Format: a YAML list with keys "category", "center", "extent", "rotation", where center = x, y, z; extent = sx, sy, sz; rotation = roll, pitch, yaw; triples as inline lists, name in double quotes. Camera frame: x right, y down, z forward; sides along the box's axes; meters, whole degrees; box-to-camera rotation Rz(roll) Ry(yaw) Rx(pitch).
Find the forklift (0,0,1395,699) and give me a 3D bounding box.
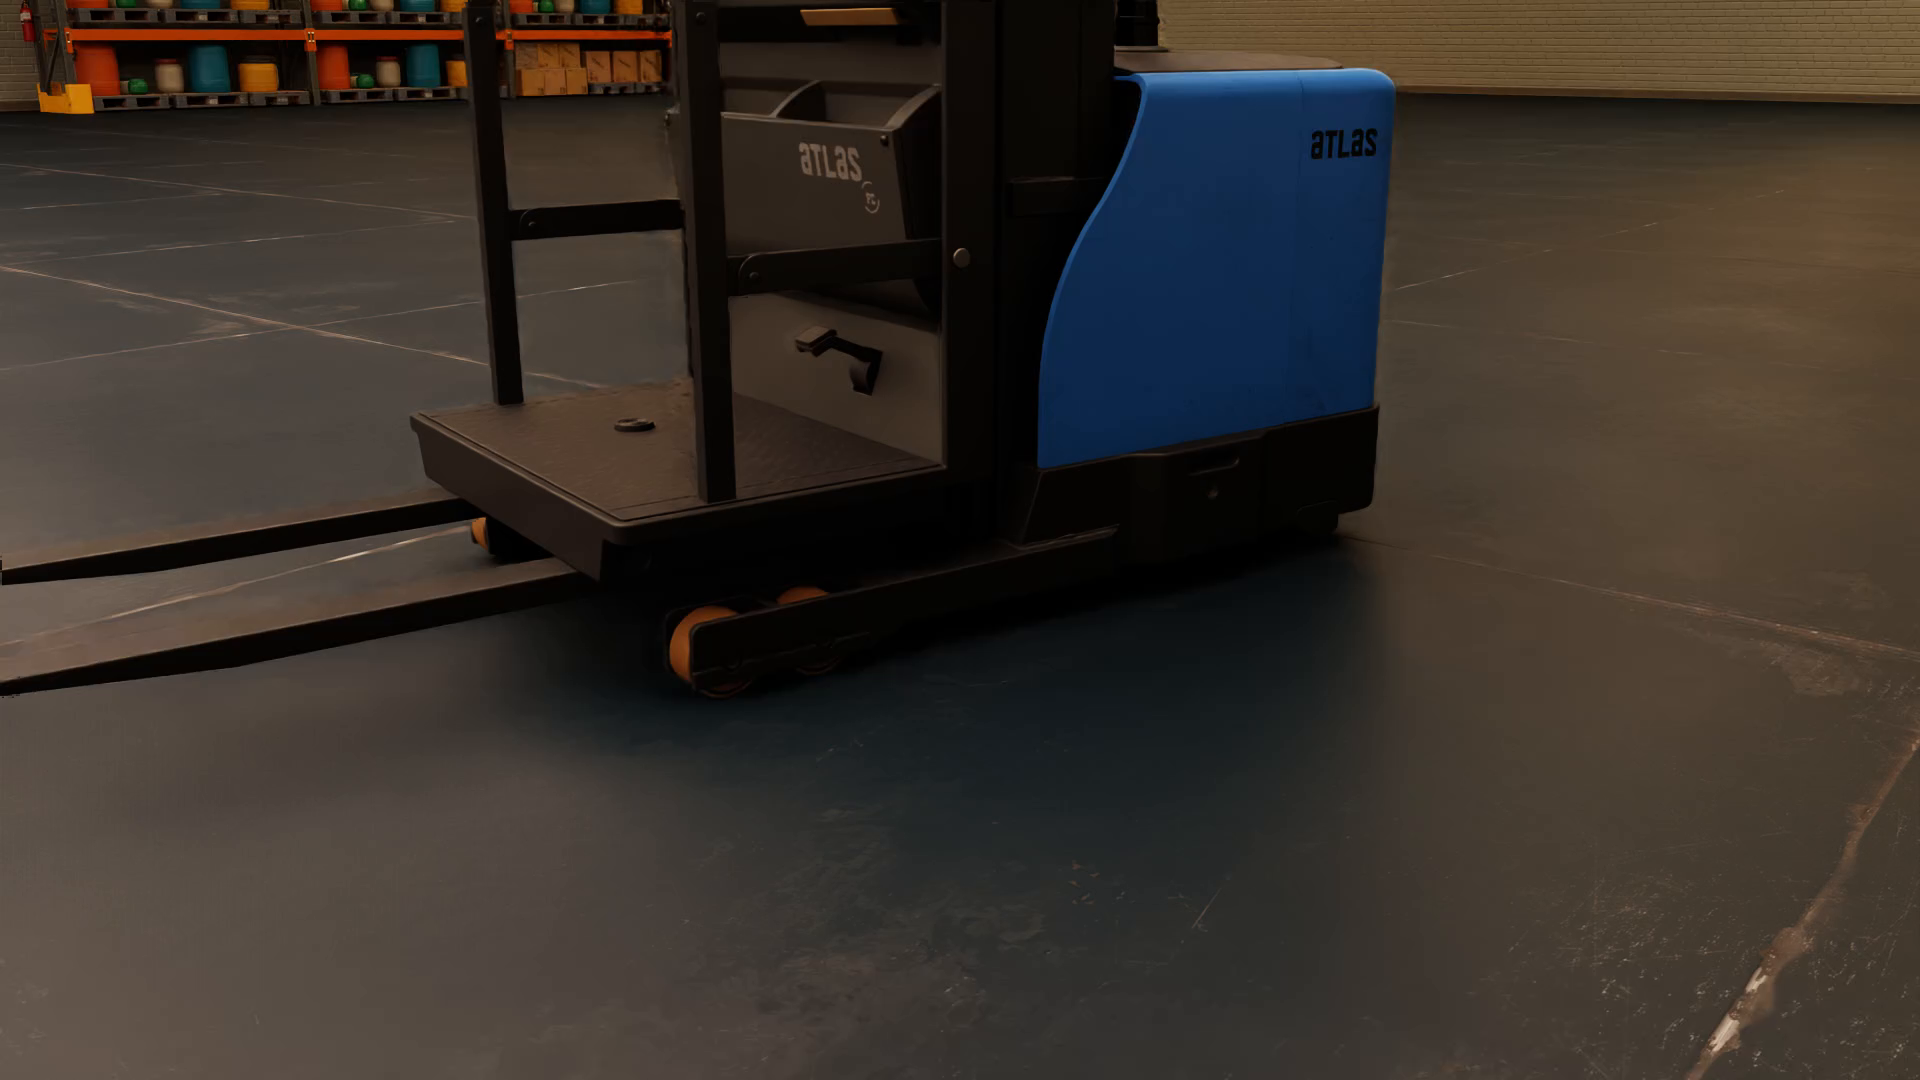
- category: "forklift"
  center: [-0.502, -1.290, 3.147]
  extent: [3.031, 2.935, 1.130]
  rotation: [-12, 21, -34]
